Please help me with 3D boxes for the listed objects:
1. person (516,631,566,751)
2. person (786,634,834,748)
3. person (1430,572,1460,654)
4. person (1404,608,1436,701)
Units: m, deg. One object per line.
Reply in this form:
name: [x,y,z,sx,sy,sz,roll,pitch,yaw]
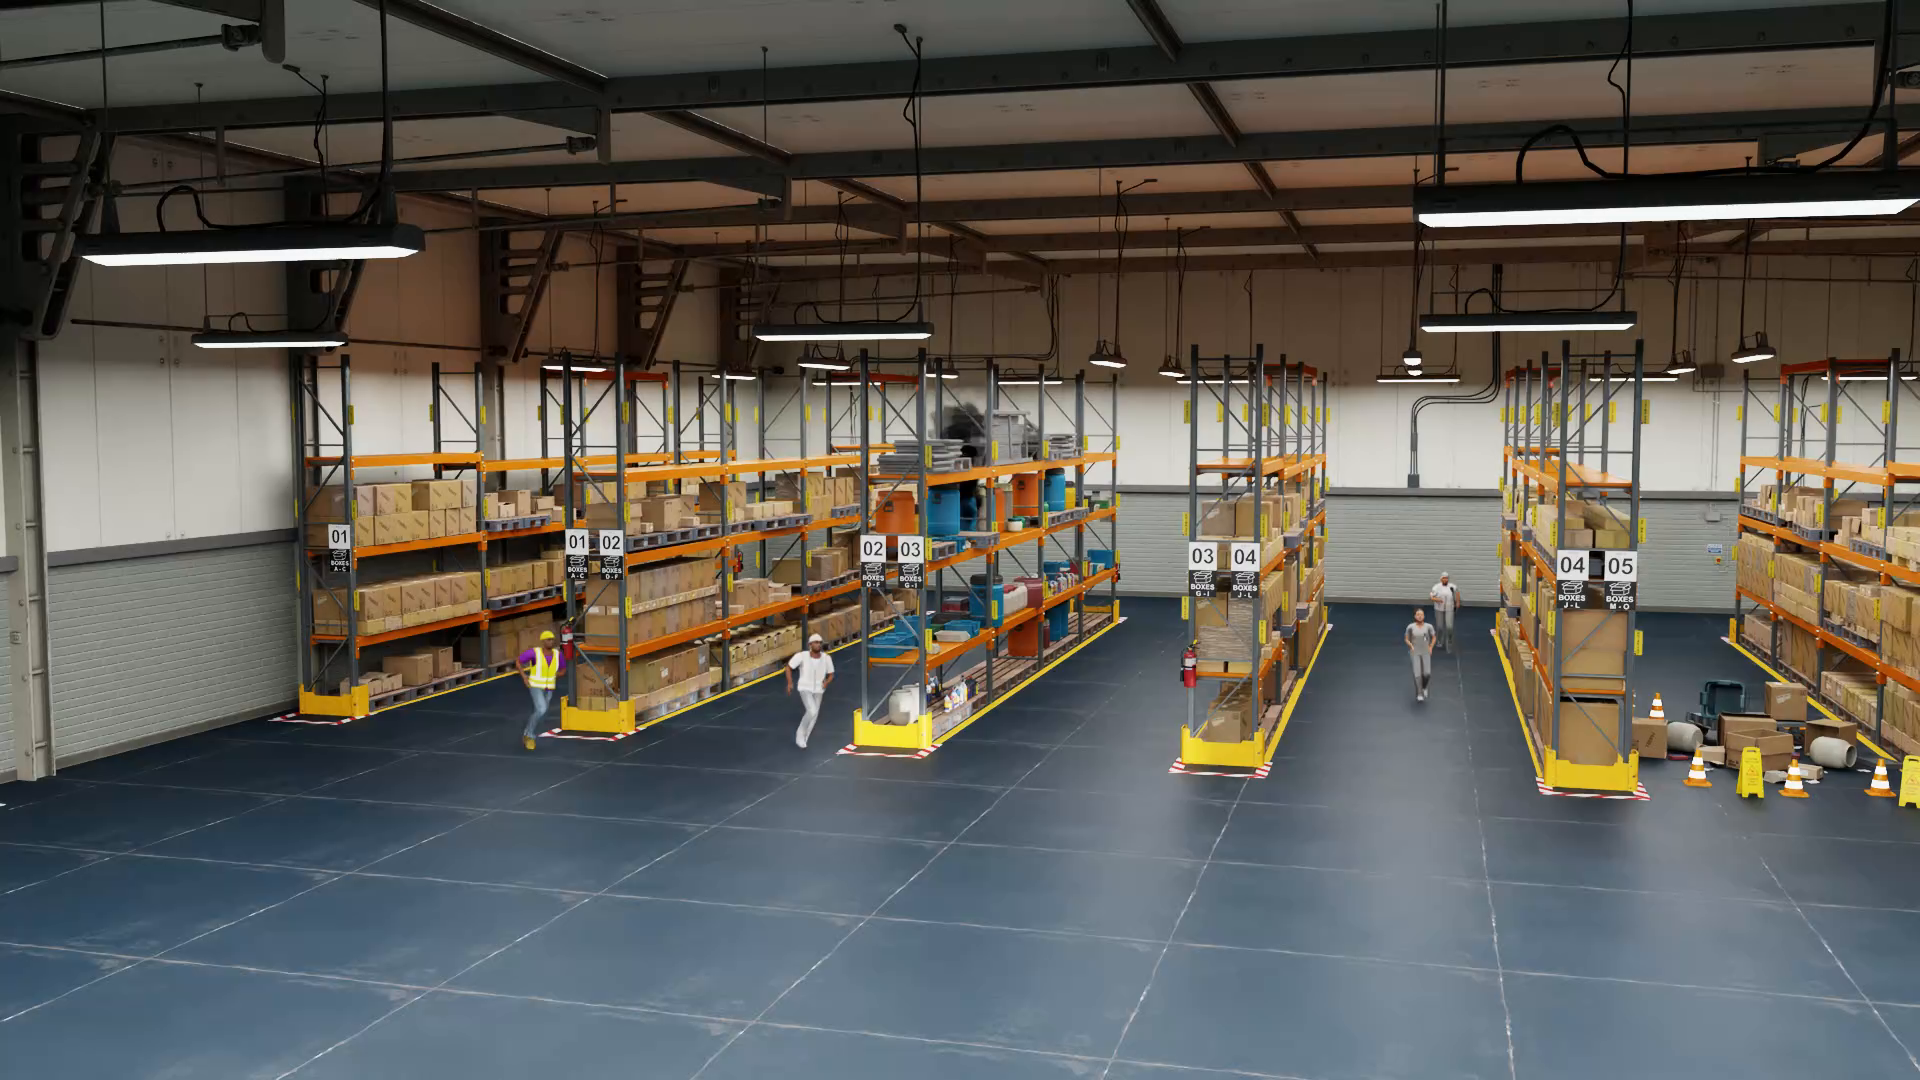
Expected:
person: [-6.295,2.255,25.108,0.685,1.783,0.714,4,6,44]
person: [-2.202,2.272,24.919,0.712,1.706,0.609,-2,5,-26]
person: [10.273,1.543,35.246,0.617,1.742,0.759,1,4,16]
person: [8.035,2.005,29.027,0.539,1.626,0.541,1,4,14]
